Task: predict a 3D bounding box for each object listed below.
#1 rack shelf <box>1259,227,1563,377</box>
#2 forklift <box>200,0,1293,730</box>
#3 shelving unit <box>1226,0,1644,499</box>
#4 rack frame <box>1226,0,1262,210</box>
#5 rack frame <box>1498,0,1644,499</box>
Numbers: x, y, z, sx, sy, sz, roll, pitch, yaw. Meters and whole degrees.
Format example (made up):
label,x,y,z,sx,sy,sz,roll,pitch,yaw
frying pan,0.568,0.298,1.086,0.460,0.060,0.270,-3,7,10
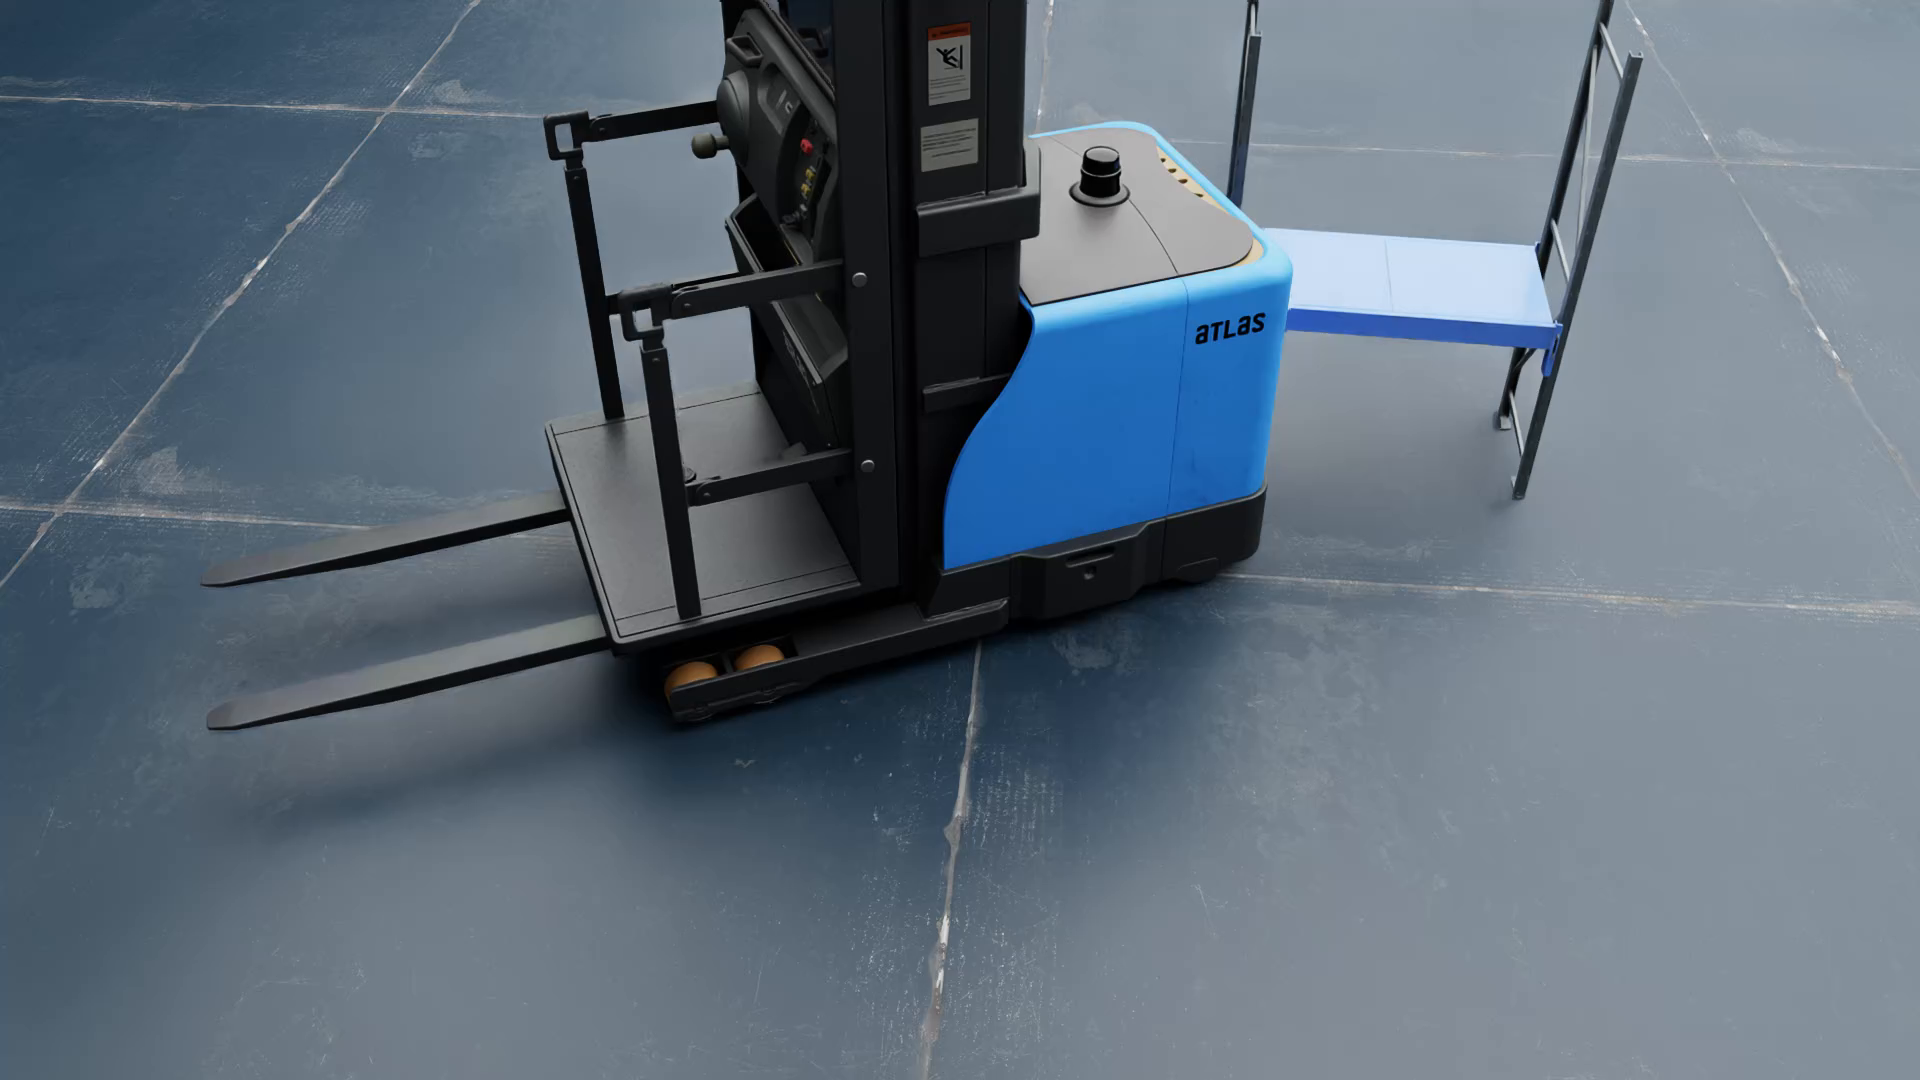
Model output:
label,x,y,z,sx,sy,sz,roll,pitch,yaw
rack shelf,1.354,-0.778,5.303,1.000,0.185,0.538,5,39,6
forklift,-0.649,-1.011,4.170,3.031,2.935,1.130,-13,41,-16
shelving unit,1.354,-0.918,5.189,1.048,1.500,0.538,5,39,6
rack frame,0.851,-0.963,5.245,0.032,1.500,0.500,5,39,6
rack frame,1.857,-0.872,5.134,0.032,1.500,0.500,5,39,6
